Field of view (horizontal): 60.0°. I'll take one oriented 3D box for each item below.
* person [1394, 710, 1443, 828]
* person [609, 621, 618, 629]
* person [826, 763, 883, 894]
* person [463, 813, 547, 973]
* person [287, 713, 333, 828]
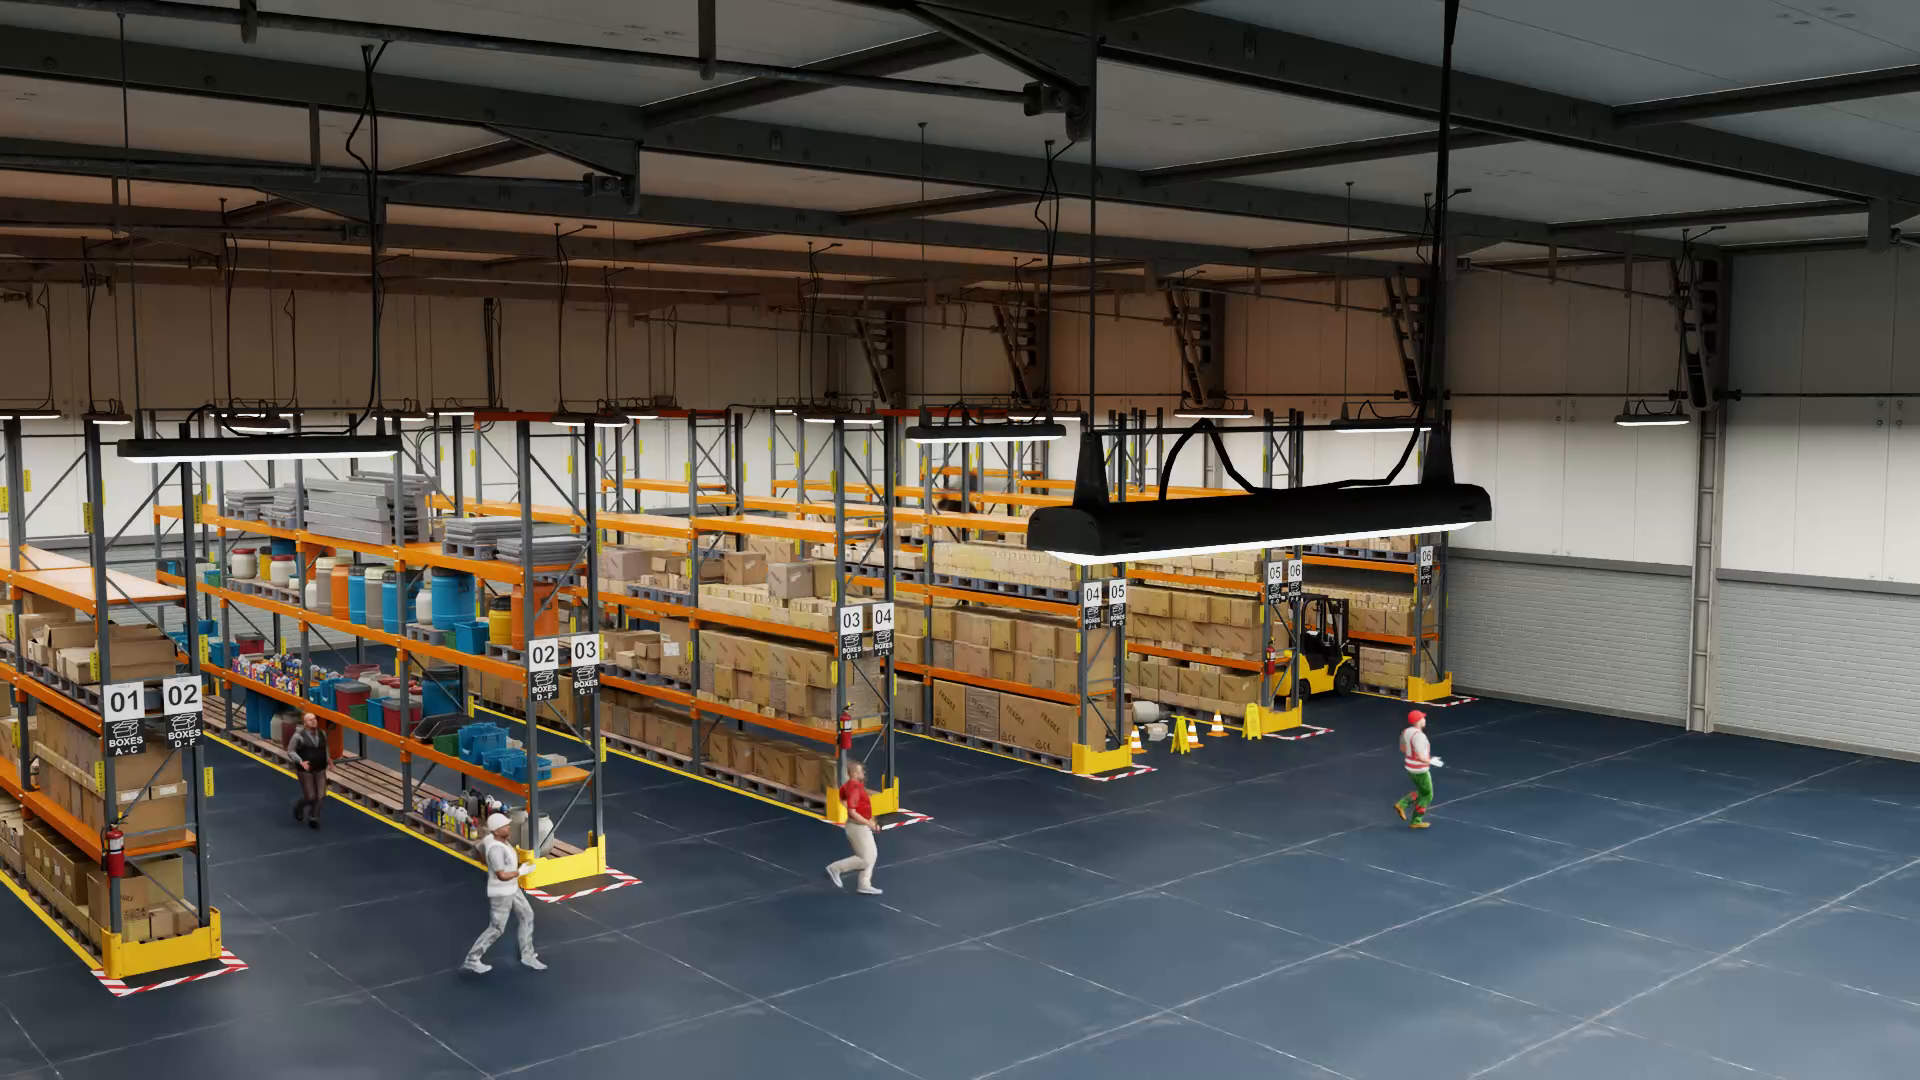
[{"bbox_3d":[6.667,3.335,24.224,0.614,1.738,0.652,0,5,-5],"label":"person"},{"bbox_3d":[-7.059,2.500,34.163,0.882,1.700,0.617,5,7,44],"label":"person"},{"bbox_3d":[-1.345,3.659,21.015,0.732,1.703,0.670,-1,5,-11],"label":"person"},{"bbox_3d":[-4.977,3.861,18.137,0.871,1.815,0.690,-1,5,-10],"label":"person"},{"bbox_3d":[-9.486,3.359,24.301,0.580,1.677,0.647,4,7,40],"label":"person"}]
